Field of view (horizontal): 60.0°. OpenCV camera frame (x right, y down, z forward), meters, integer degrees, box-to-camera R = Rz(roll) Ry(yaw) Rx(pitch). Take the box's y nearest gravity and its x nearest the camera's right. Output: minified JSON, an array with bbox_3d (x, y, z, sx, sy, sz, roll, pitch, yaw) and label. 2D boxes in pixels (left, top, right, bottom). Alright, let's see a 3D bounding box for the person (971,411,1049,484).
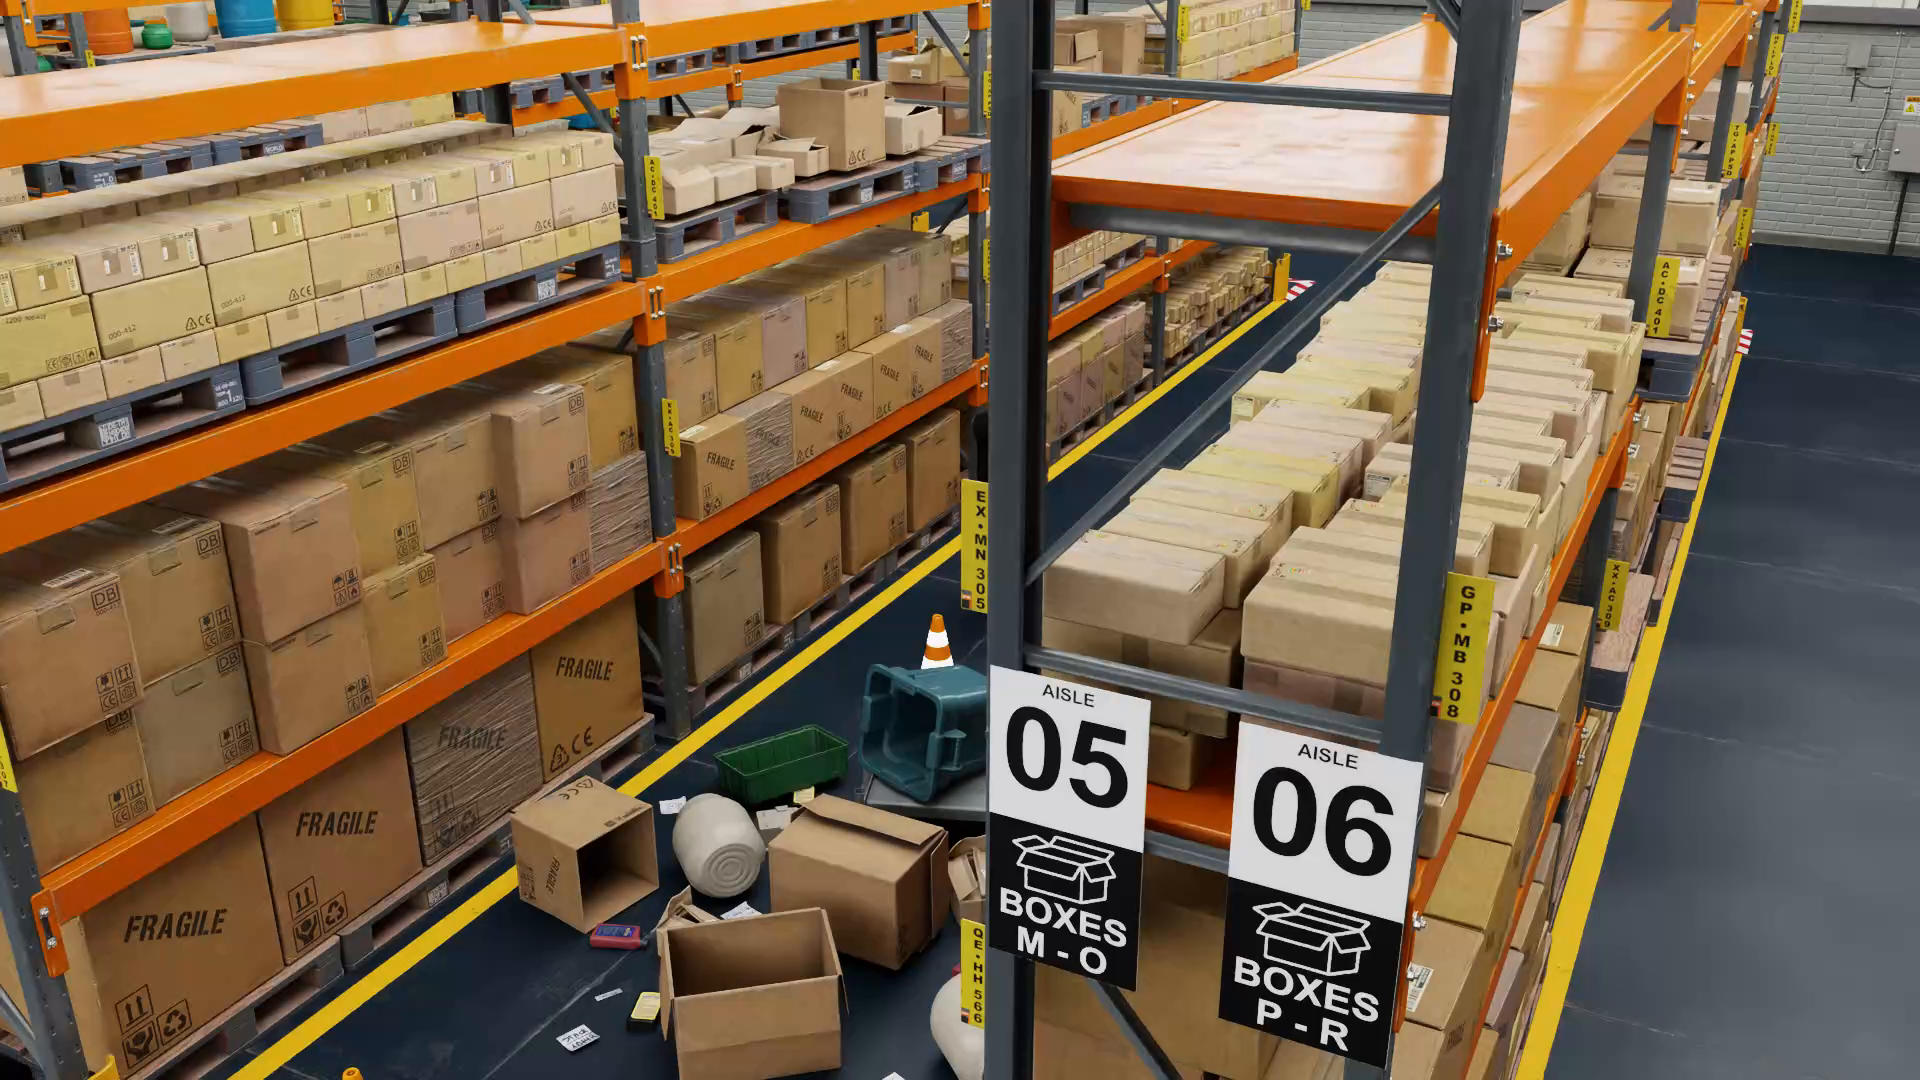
[{"bbox_3d":[0.358,-0.355,11.411,0.499,1.661,0.554,11,25,25],"label":"person"}]
